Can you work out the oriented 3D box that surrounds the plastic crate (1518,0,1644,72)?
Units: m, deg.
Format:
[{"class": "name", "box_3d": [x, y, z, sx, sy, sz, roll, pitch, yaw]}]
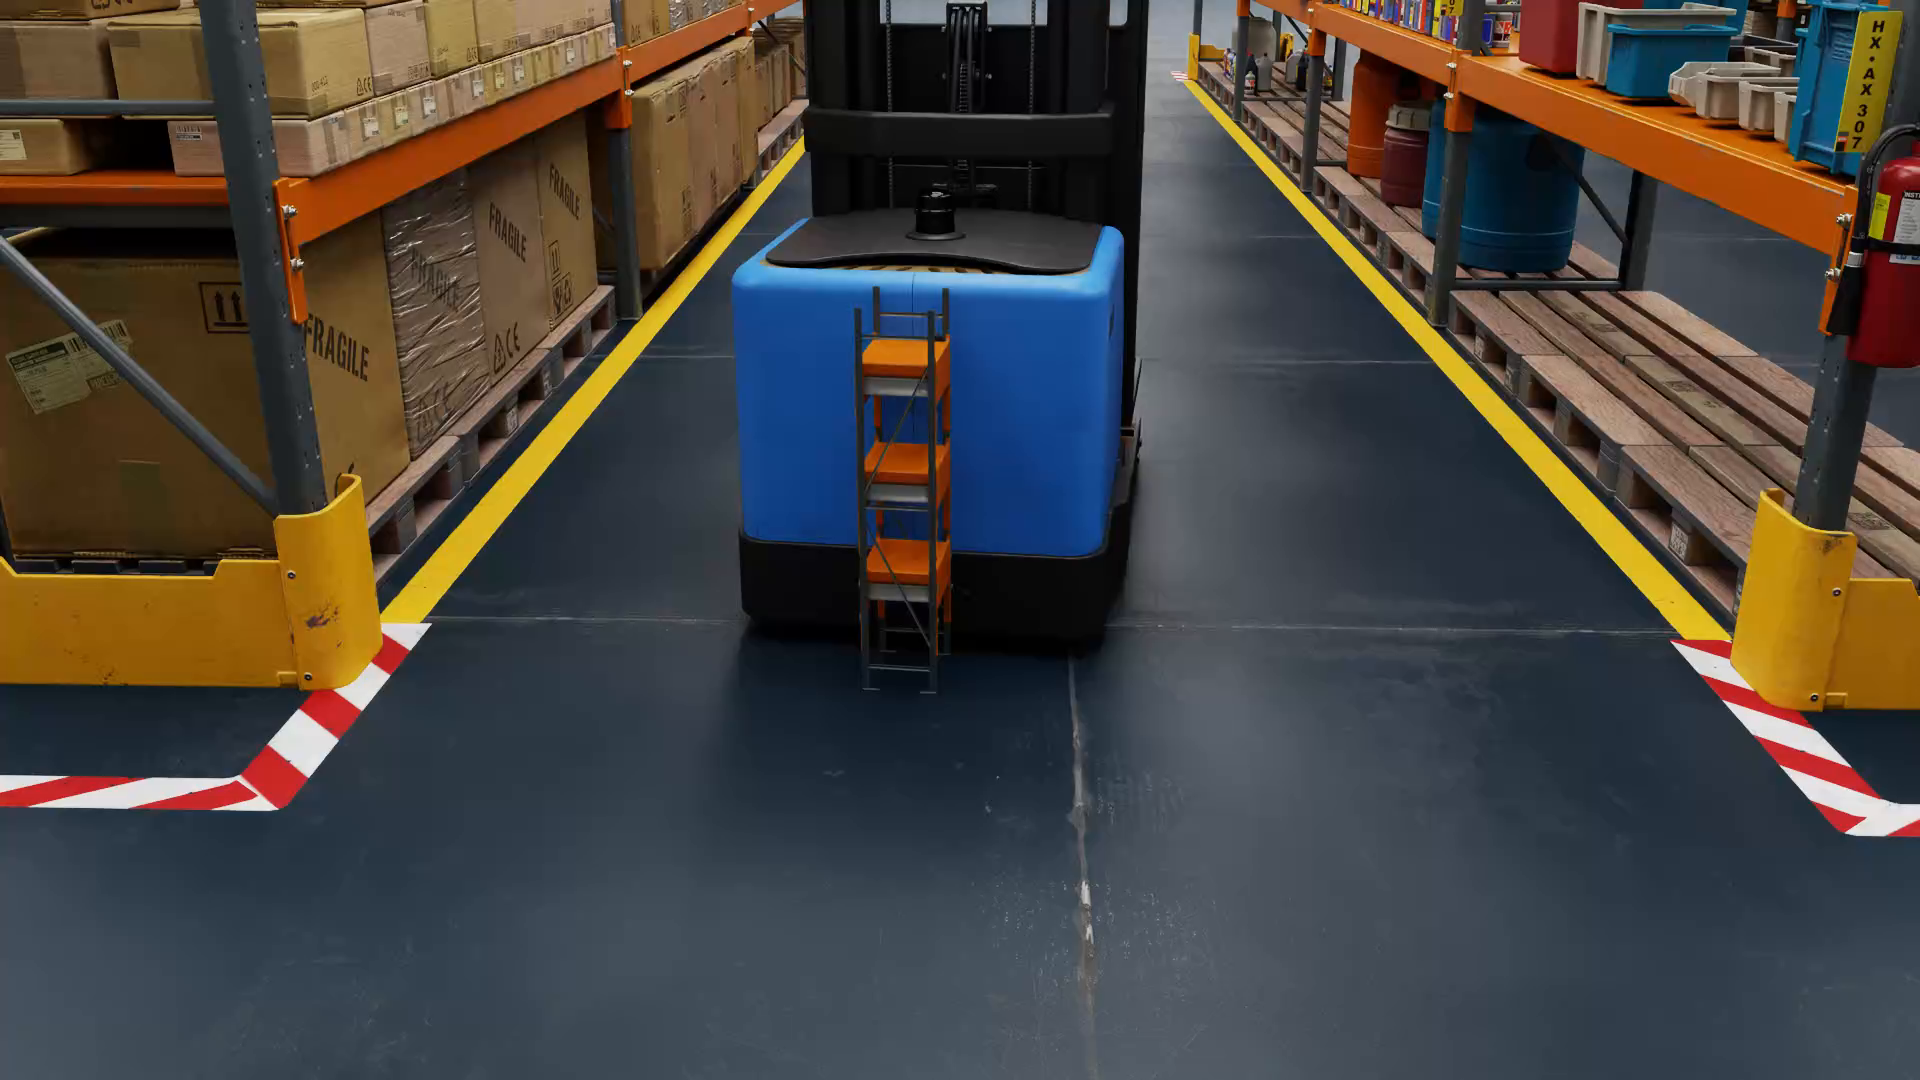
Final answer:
[{"class": "plastic crate", "box_3d": [2.561, -2.198, 6.876, 0.402, 0.464, 0.583, 1, 21, 2]}]

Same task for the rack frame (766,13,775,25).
[{"class": "rack frame", "box_3d": [-1.747, -6.854, 19.046, 1.000, 3.000, 0.127, 1, 21, 2]}]

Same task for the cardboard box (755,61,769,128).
[{"class": "cardboard box", "box_3d": [-1.975, -3.649, 13.635, 0.700, 0.500, 0.500, 2, 21, 6]}]

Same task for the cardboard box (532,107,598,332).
[{"class": "cardboard box", "box_3d": [-2.212, -1.482, 7.560, 0.875, 0.875, 0.875, 1, 21, 2]}]

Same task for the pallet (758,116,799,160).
[{"class": "pallet", "box_3d": [-1.925, -3.384, 13.958, 1.003, 0.211, 1.213, 1, 21, 2]}]

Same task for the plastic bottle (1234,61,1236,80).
[{"class": "plastic bottle", "box_3d": [2.829, -4.745, 16.666, 0.144, 0.351, 0.185, 1, 21, 1]}]

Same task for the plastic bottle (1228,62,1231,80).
[{"class": "plastic bottle", "box_3d": [2.821, -4.852, 17.147, 0.097, 0.201, 0.097, 0, 21, 0]}]

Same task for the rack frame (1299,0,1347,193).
[{"class": "rack frame", "box_3d": [2.960, -3.907, 11.451, 1.000, 3.000, 0.127, 1, 21, 2]}]

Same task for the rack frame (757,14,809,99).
[{"class": "rack frame", "box_3d": [-1.869, -5.407, 15.319, 1.000, 3.000, 0.127, 1, 21, 2]}]

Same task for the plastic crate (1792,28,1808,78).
[{"class": "plastic crate", "box_3d": [3.103, -1.634, 5.743, 0.416, 0.233, 0.300, 1, 21, 2]}]

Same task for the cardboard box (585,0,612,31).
[{"class": "cardboard box", "box_3d": [-1.863, -2.421, 7.418, 0.500, 0.250, 0.500, 0, 21, 1]}]

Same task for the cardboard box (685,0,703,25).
[{"class": "cardboard box", "box_3d": [-1.807, -3.275, 9.684, 0.500, 0.500, 0.500, 1, 21, 3]}]

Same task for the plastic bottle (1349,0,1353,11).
[{"class": "plastic bottle", "box_3d": [2.569, -3.581, 10.773, 0.061, 0.283, 0.133, 1, 21, 2]}]

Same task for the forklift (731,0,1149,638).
[{"class": "forklift", "box_3d": [0.088, -1.589, 5.573, 1.130, 2.935, 3.031, 3, 21, 8]}]

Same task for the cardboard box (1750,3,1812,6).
[{"class": "cardboard box", "box_3d": [8.404, -5.267, 17.141, 0.500, 0.500, 0.500, 1, 21, 2]}]

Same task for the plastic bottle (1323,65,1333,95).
[{"class": "plastic bottle", "box_3d": [3.530, -4.397, 15.877, 0.097, 0.271, 0.097, 0, 21, 0]}]

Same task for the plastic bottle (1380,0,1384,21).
[{"class": "plastic bottle", "box_3d": [2.558, -3.235, 9.897, 0.097, 0.271, 0.097, 0, 21, 0]}]

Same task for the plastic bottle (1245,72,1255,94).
[{"class": "plastic bottle", "box_3d": [2.782, -4.388, 15.952, 0.097, 0.201, 0.097, 0, 21, 0]}]

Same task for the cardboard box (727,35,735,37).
[{"class": "cardboard box", "box_3d": [-1.994, -3.785, 12.948, 0.500, 0.250, 0.500, 3, 21, 8]}]

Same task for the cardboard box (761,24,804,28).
[{"class": "cardboard box", "box_3d": [-1.805, -5.216, 17.700, 0.500, 0.500, 0.500, 3, 21, 7]}]

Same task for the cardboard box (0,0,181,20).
[{"class": "cardboard box", "box_3d": [-2.481, -1.666, 4.436, 0.500, 0.500, 0.500, 1, 21, 2]}]

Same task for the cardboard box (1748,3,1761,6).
[{"class": "cardboard box", "box_3d": [7.868, -5.273, 17.156, 0.500, 0.500, 0.500, 1, 21, 2]}]

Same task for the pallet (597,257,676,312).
[{"class": "pallet", "box_3d": [-2.164, -1.495, 9.090, 1.003, 0.211, 1.213, 1, 21, 2]}]

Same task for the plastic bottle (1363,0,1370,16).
[{"class": "plastic bottle", "box_3d": [2.553, -3.401, 10.308, 0.061, 0.283, 0.133, 1, 21, 2]}]

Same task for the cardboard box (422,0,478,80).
[{"class": "cardboard box", "box_3d": [-1.921, -1.678, 5.502, 0.500, 0.250, 0.500, 0, 21, 0]}]

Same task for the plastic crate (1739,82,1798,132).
[{"class": "plastic crate", "box_3d": [2.584, -1.321, 5.068, 0.396, 0.136, 0.243, 1, 21, 2]}]

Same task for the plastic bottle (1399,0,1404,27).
[{"class": "plastic bottle", "box_3d": [2.541, -3.003, 9.397, 0.097, 0.201, 0.097, 0, 21, 0]}]

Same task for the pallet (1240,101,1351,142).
[{"class": "pallet", "box_3d": [3.097, -3.769, 14.950, 1.003, 0.211, 1.213, 1, 21, 2]}]

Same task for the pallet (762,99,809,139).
[{"class": "pallet", "box_3d": [-1.891, -3.826, 15.098, 1.003, 0.211, 1.213, 1, 21, 2]}]

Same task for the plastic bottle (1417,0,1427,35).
[{"class": "plastic bottle", "box_3d": [2.554, -2.863, 8.933, 0.152, 0.276, 0.135, 1, 21, 2]}]

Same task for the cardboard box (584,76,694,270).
[{"class": "cardboard box", "box_3d": [-2.112, -1.952, 8.769, 1.225, 0.875, 0.875, 1, 21, 2]}]

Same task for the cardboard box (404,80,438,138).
[{"class": "cardboard box", "box_3d": [-1.872, -1.356, 5.224, 0.380, 0.149, 0.250, 0, 21, 1]}]

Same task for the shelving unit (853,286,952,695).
[{"class": "shelving unit", "box_3d": [-0.145, -0.123, 4.395, 0.215, 1.050, 0.252, 3, 21, 8]}]

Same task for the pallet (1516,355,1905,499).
[{"class": "pallet", "box_3d": [2.821, -0.452, 6.402, 1.003, 0.211, 1.213, 1, 21, 2]}]

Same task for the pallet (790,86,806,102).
[{"class": "pallet", "box_3d": [-1.883, -4.351, 16.450, 1.003, 0.211, 1.213, 1, 21, 2]}]

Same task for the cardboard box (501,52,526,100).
[{"class": "cardboard box", "box_3d": [-1.841, -1.727, 6.181, 0.380, 0.149, 0.250, 1, 21, 3]}]

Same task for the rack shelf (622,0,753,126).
[{"class": "rack shelf", "box_3d": [-2.051, -2.903, 9.858, 1.077, 0.370, 4.000, 1, 21, 2]}]

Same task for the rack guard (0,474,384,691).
[{"class": "rack guard", "box_3d": [-2.234, 0.105, 4.566, 1.175, 0.500, 0.348, 1, 21, 2]}]

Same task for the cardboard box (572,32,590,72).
[{"class": "cardboard box", "box_3d": [-1.809, -2.098, 7.137, 0.380, 0.149, 0.250, 0, 21, 1]}]

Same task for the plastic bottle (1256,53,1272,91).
[{"class": "plastic bottle", "box_3d": [2.958, -4.558, 16.182, 0.144, 0.351, 0.185, 1, 21, 2]}]

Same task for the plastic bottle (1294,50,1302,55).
[{"class": "plastic bottle", "box_3d": [3.551, -4.975, 17.361, 0.152, 0.276, 0.135, 1, 21, 2]}]

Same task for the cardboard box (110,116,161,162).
[{"class": "cardboard box", "box_3d": [-2.546, -1.178, 4.765, 0.380, 0.149, 0.250, 1, 21, 2]}]

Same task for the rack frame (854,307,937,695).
[{"class": "rack frame", "box_3d": [-0.162, -0.080, 4.283, 0.200, 1.050, 0.008, 3, 21, 8]}]

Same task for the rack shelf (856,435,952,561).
[{"class": "rack shelf", "box_3d": [-0.145, -0.113, 4.399, 0.215, 0.259, 0.240, 3, 21, 8]}]

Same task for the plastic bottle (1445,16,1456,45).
[{"class": "plastic bottle", "box_3d": [2.489, -2.636, 8.338, 0.061, 0.283, 0.133, 1, 21, 2]}]

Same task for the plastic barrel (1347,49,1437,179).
[{"class": "plastic barrel", "box_3d": [2.963, -2.914, 11.311, 0.600, 0.830, 0.708, 1, 21, 2]}]

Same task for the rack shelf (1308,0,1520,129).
[{"class": "rack shelf", "box_3d": [2.900, -2.848, 9.717, 1.077, 0.370, 4.000, 1, 21, 2]}]

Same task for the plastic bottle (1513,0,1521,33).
[{"class": "plastic bottle", "box_3d": [3.110, -2.902, 9.034, 0.152, 0.276, 0.135, 1, 21, 2]}]

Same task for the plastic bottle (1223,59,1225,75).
[{"class": "plastic bottle", "box_3d": [2.834, -5.010, 17.555, 0.097, 0.201, 0.097, 0, 21, 0]}]
